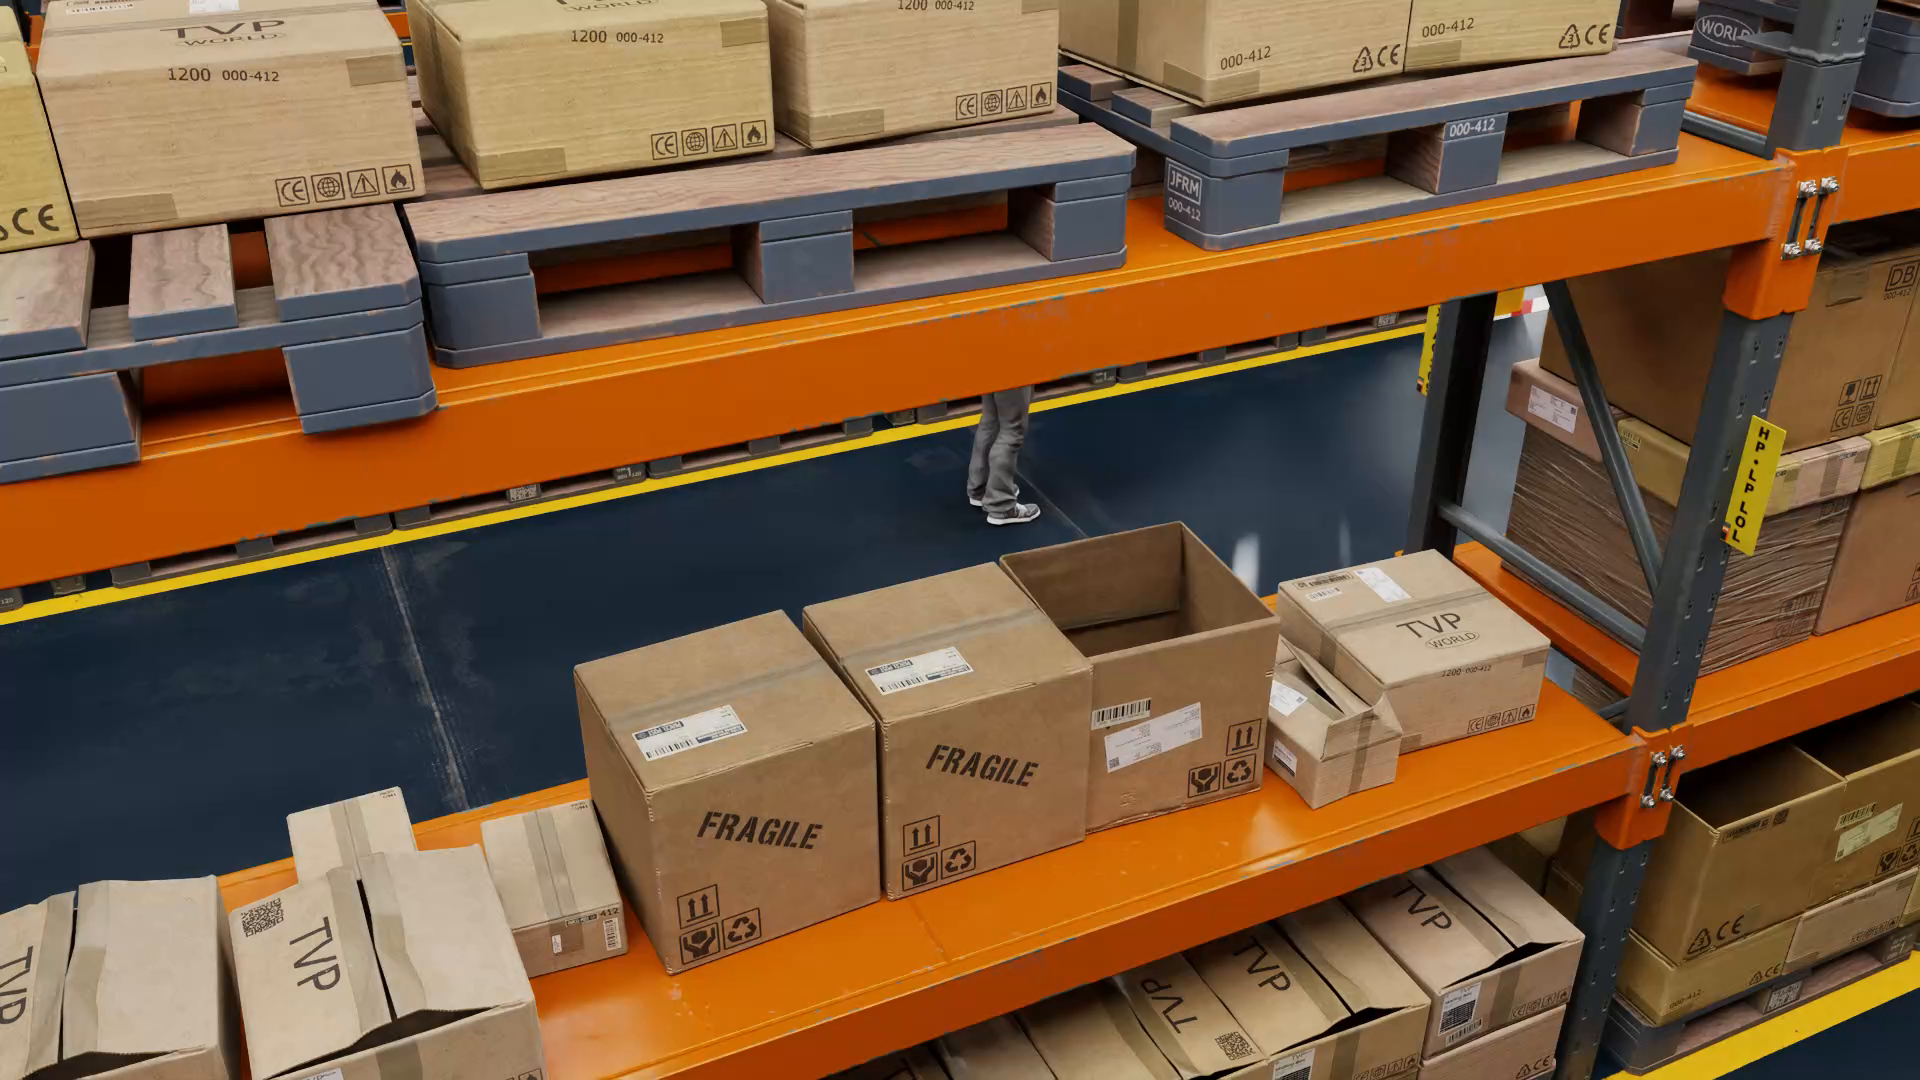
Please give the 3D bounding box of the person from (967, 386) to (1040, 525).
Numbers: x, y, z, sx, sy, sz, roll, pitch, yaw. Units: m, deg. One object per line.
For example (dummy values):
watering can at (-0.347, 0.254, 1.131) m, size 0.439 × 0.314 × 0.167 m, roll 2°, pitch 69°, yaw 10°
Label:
person at (0.264, -0.848, 7.623) m, size 0.494 × 1.594 × 0.404 m, roll -13°, pitch 32°, yaw -21°
